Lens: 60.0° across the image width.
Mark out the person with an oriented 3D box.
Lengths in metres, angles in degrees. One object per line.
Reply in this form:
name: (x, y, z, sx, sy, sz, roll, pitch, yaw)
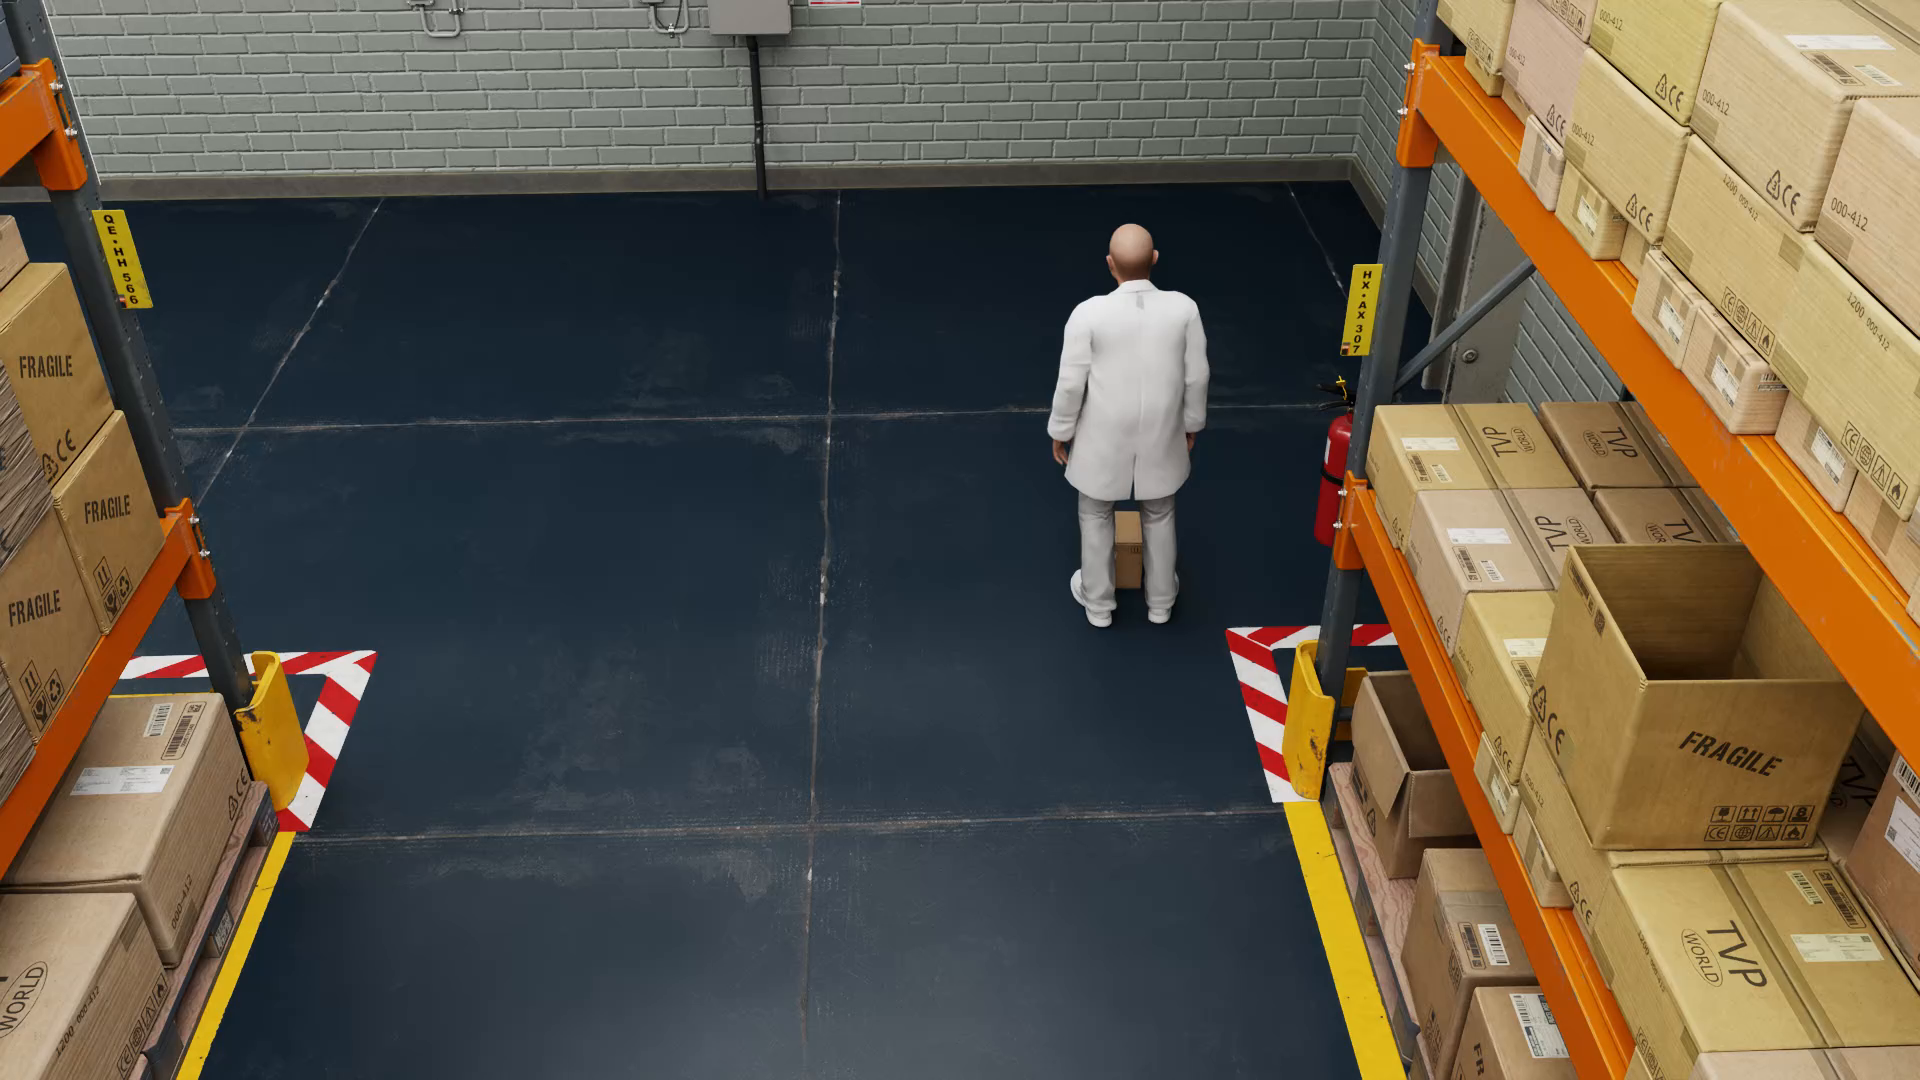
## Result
person: (0.681, -0.440, 6.792, 0.654, 1.774, 0.421, -3, 35, -5)
